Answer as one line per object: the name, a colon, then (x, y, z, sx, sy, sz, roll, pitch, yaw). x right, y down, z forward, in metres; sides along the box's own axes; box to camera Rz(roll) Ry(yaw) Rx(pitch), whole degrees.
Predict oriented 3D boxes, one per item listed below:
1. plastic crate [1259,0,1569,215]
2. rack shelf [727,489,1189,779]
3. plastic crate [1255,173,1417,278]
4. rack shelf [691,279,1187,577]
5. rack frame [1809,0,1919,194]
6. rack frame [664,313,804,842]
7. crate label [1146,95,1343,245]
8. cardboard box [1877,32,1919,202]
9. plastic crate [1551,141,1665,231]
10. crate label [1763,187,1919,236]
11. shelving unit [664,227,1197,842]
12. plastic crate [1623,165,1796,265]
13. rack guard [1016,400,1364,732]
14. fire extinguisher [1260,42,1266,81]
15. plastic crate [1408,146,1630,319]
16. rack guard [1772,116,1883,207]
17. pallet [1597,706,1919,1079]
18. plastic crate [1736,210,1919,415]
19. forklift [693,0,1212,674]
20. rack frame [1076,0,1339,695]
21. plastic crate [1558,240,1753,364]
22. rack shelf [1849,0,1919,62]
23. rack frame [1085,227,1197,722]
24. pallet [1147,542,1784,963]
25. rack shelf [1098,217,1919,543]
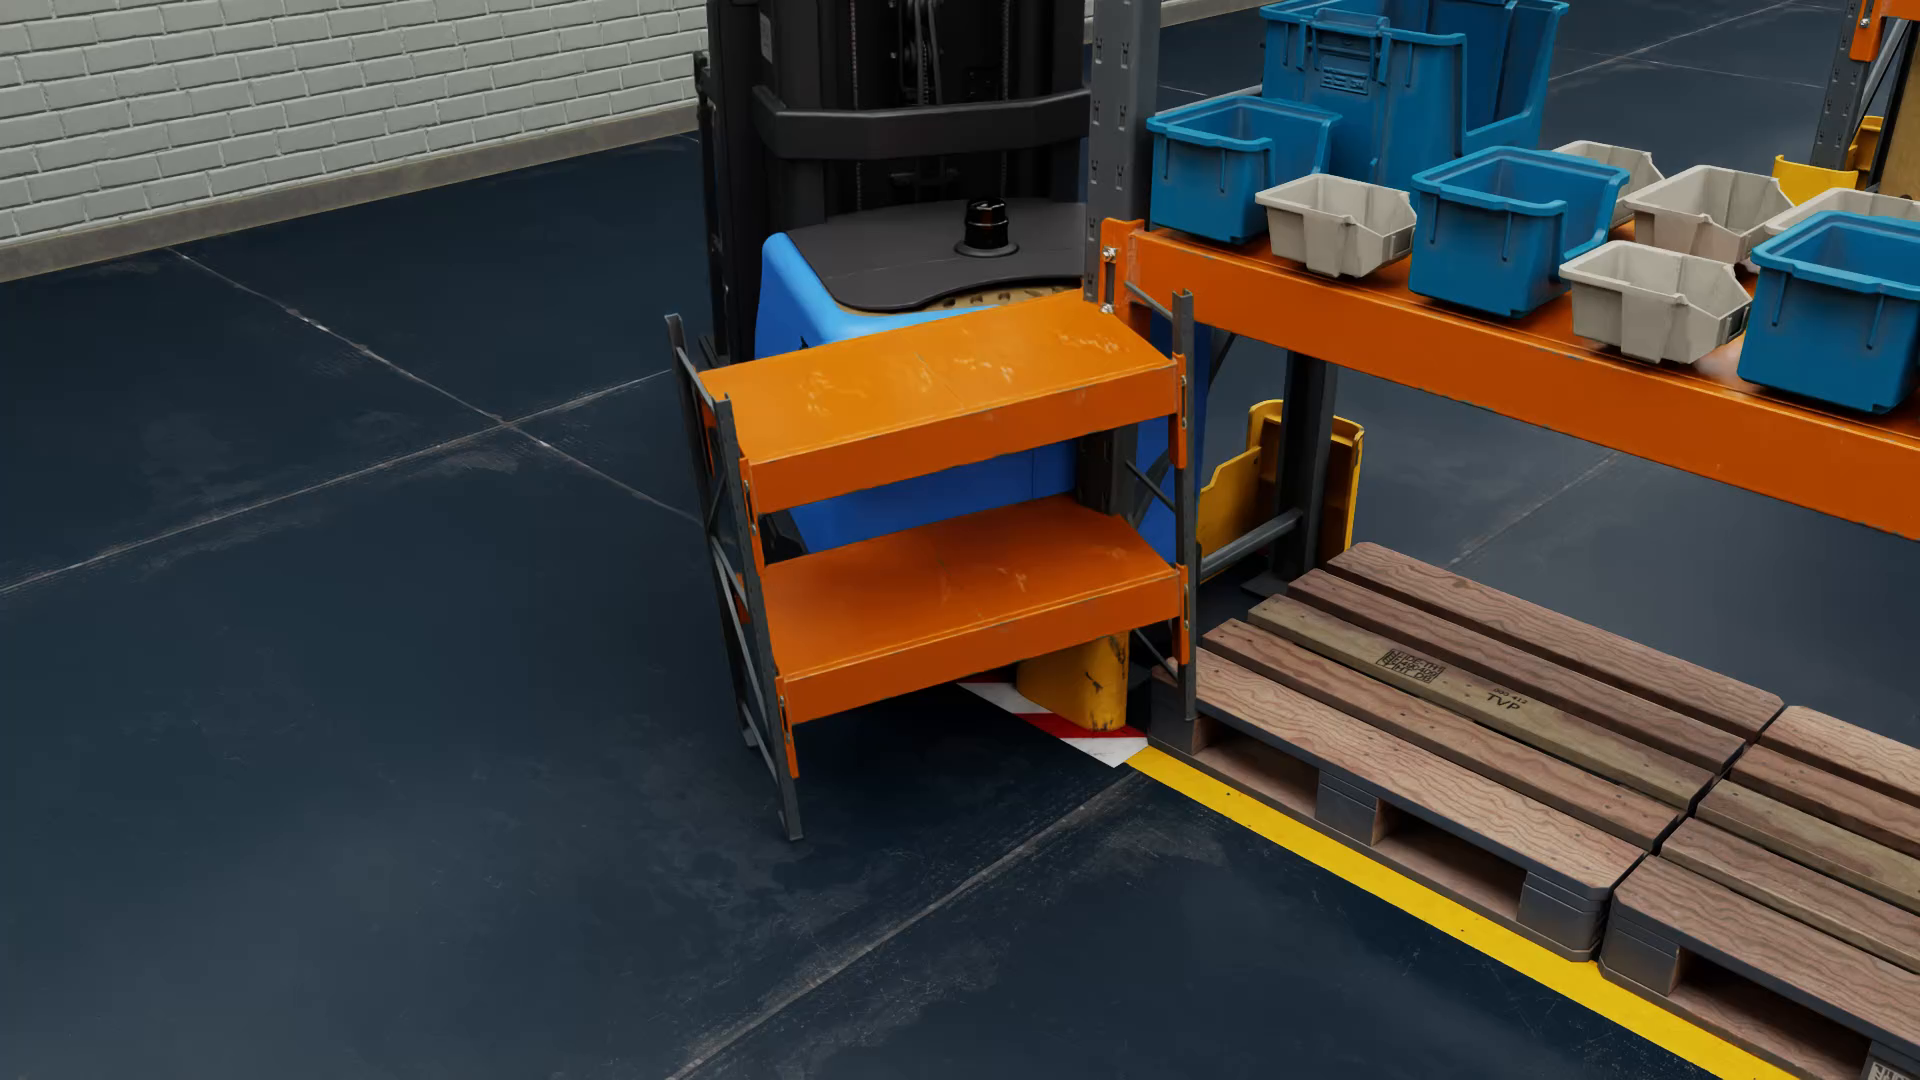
plastic crate: (1.053, -1.059, 3.938, 0.499, 0.435, 0.616, 25, 36, 38)
rack shelf: (-0.014, 0.184, 4.018, 1.000, 0.278, 0.538, -15, 32, -15)
plastic crate: (0.799, -0.652, 3.485, 0.298, 0.136, 0.250, 25, 36, 38)
rack shelf: (-0.057, -0.277, 3.746, 1.000, 0.278, 0.538, -15, 32, -15)
rack frame: (4.156, -2.708, 7.176, 0.127, 3.000, 1.000, 25, 36, 38)
rack frame: (-0.508, 0.097, 3.759, 0.032, 1.125, 0.500, -15, 32, -15)
crate label: (0.629, -0.827, 3.714, 0.303, 0.233, 0.416, 25, 36, 38)
cardboard box: (4.668, -1.771, 7.226, 0.875, 0.875, 0.875, 25, 36, 38)
plastic crate: (1.392, -0.768, 3.706, 0.243, 0.136, 0.396, 25, 36, 38)
crate label: (1.804, -0.586, 3.360, 0.243, 0.136, 0.396, 25, 36, 38)
shelving unit: (-0.034, -0.026, 3.894, 1.048, 1.125, 0.538, -15, 32, -15)
plastic crate: (1.588, -0.668, 3.517, 0.243, 0.136, 0.396, 25, 36, 38)
rack guard: (0.657, 0.039, 4.639, 0.348, 0.500, 1.175, 25, 36, 38)
fire extinguisher: (0.894, -1.065, 4.536, 0.183, 0.674, 0.296, 25, 36, 38)
plastic crate: (1.098, -0.612, 3.306, 0.300, 0.233, 0.416, 25, 36, 38)
rack guard: (4.139, -1.609, 7.773, 0.348, 0.500, 1.175, 25, 36, 38)
pallet: (2.110, 0.850, 3.406, 1.213, 0.211, 1.003, 25, 36, 38)
plastic crate: (1.568, -0.397, 2.897, 0.300, 0.233, 0.416, 25, 36, 38)
forklift: (-0.266, -1.571, 5.088, 1.130, 2.935, 3.031, -8, 29, -15)
rack frame: (0.683, -1.064, 4.050, 0.127, 3.000, 1.000, 25, 36, 38)
plastic crate: (1.283, -0.430, 3.065, 0.298, 0.136, 0.250, 25, 36, 38)
rack shelf: (5.582, -1.737, 6.103, 4.000, 0.370, 1.077, 25, 36, 38)
rack frame: (0.441, -0.149, 4.029, 0.032, 1.125, 0.500, -15, 32, -15)
pallet: (1.244, 0.452, 4.163, 1.213, 0.211, 1.003, 25, 36, 38)
rack shelf: (2.110, -0.093, 2.977, 4.000, 0.370, 1.077, 25, 36, 38)
